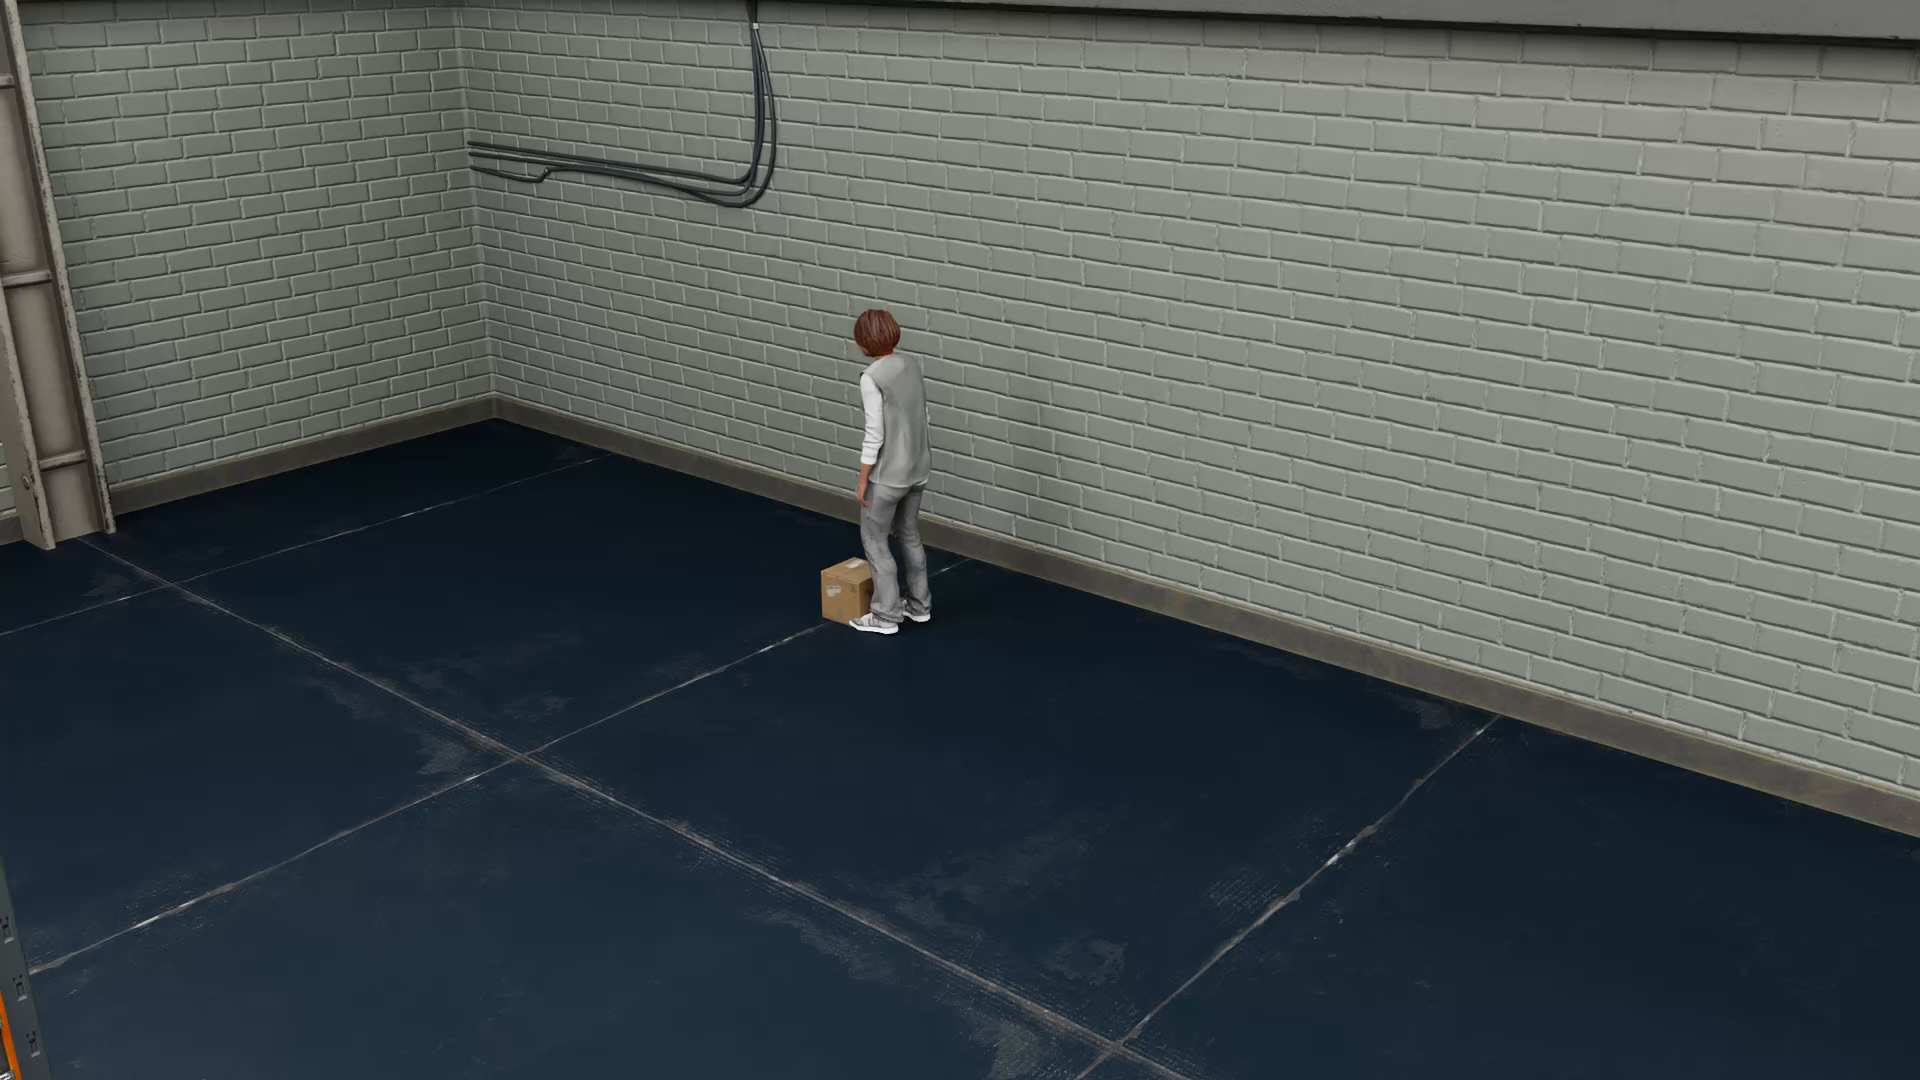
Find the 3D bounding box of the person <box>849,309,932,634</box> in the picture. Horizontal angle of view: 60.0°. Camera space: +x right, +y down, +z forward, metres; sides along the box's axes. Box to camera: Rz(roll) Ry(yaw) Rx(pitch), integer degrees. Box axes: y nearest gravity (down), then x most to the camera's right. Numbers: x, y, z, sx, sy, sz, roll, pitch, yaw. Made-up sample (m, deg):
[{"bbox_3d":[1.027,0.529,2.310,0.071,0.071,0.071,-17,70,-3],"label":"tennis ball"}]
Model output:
[{"bbox_3d":[-0.333,-0.316,7.939,0.377,1.592,0.477,14,25,33],"label":"person"}]
